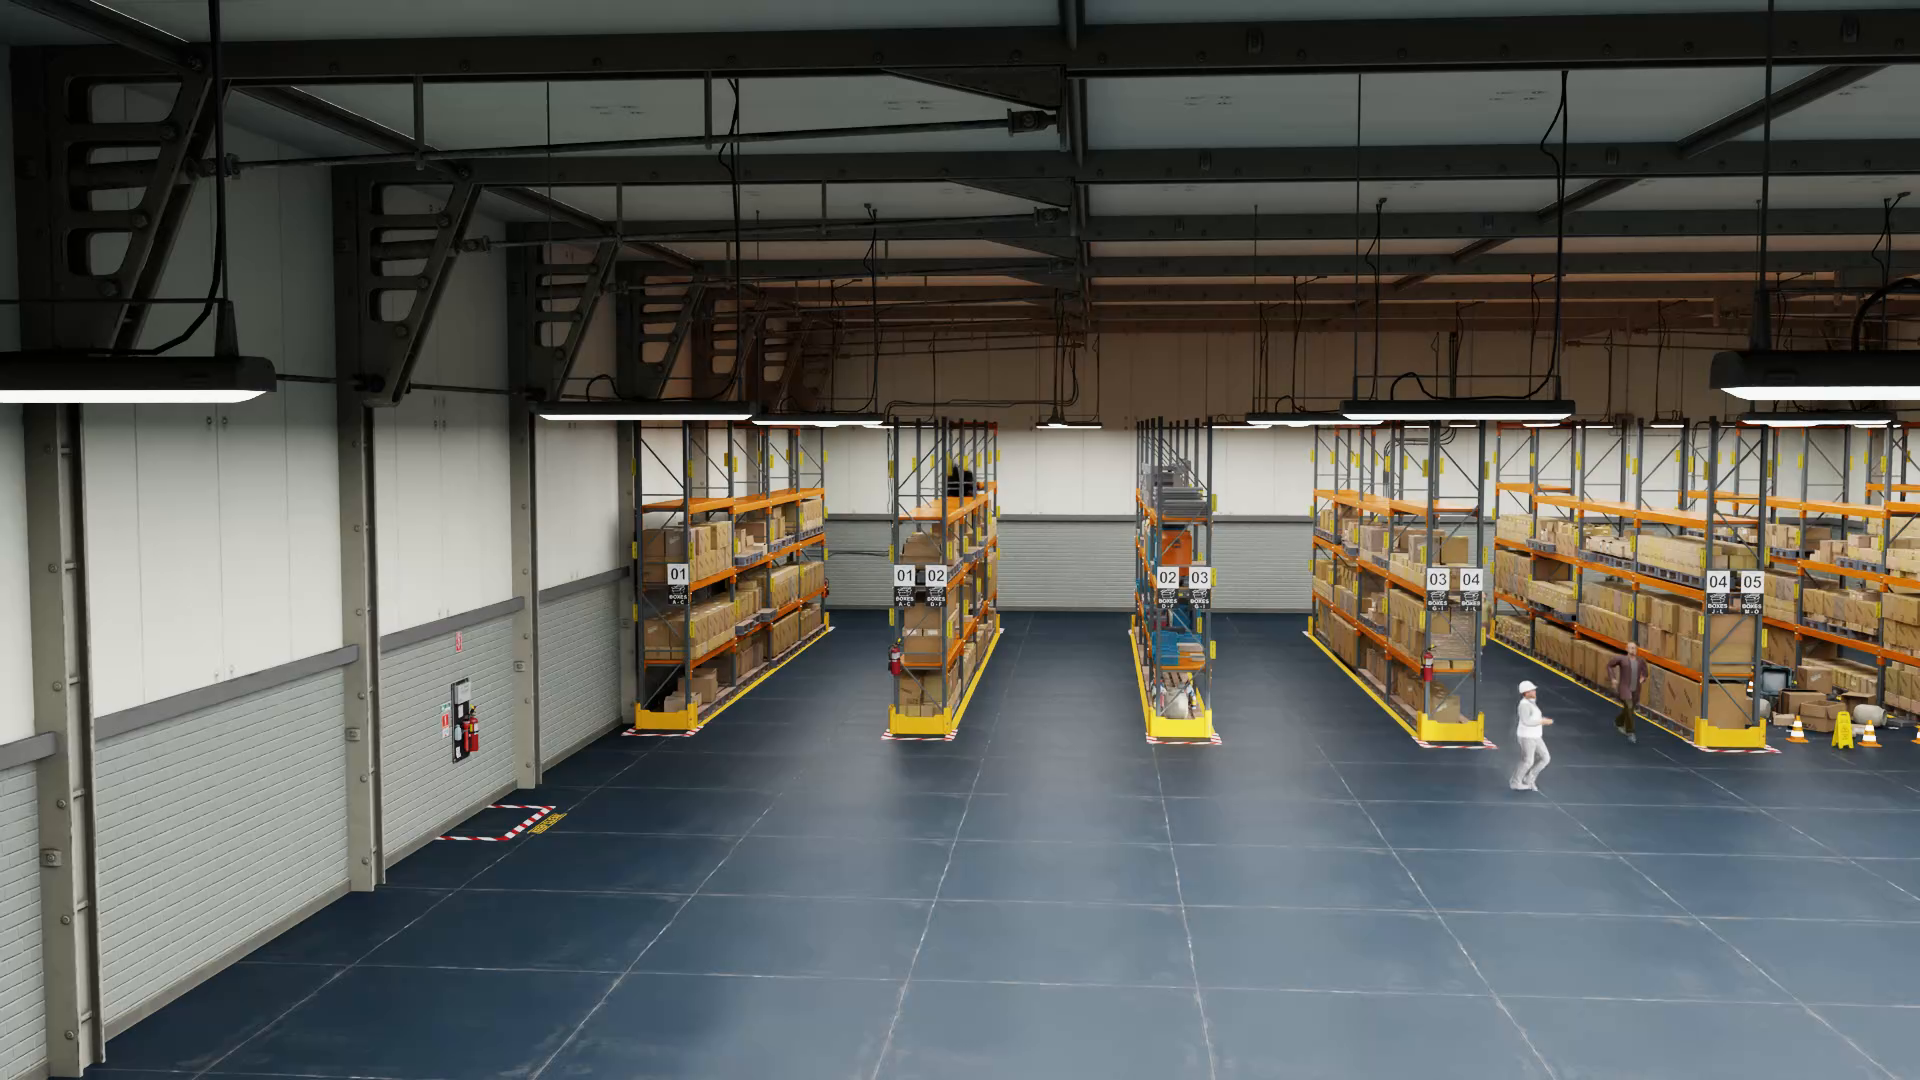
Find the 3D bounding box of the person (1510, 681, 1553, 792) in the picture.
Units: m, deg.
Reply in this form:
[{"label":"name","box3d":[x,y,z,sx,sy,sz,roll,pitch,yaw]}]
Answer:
[{"label":"person","box3d":[9.072,3.128,26.333,0.654,1.789,0.640,2,4,32]}]

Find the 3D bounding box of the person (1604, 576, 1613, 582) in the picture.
[{"label":"person","box3d":[18.537,1.831,47.325,0.786,1.621,0.511,1,4,11]}]

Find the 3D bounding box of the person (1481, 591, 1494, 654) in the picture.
[{"label":"person","box3d":[13.417,2.122,42.628,0.565,1.637,0.538,0,4,5]}]

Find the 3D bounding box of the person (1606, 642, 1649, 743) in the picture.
[{"label":"person","box3d":[12.485,2.814,31.044,0.685,1.829,0.940,-1,4,-9]}]
